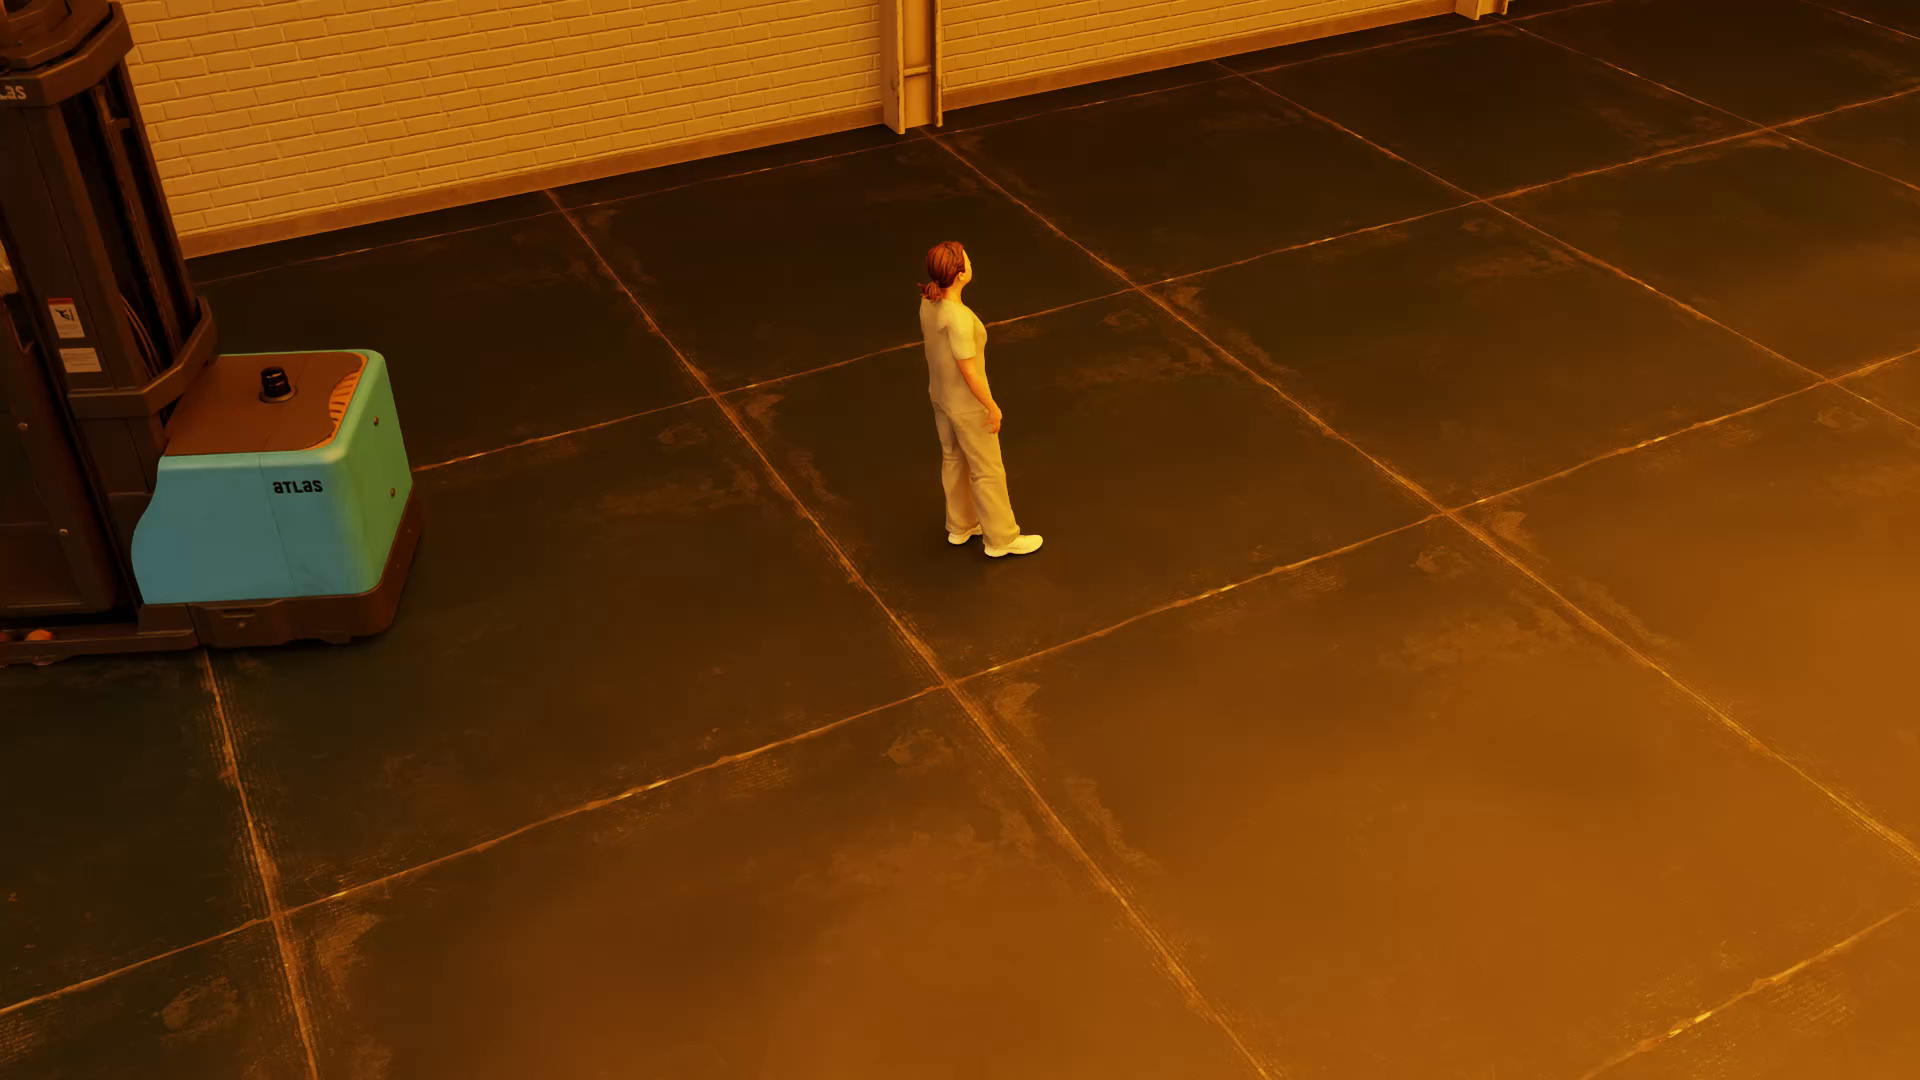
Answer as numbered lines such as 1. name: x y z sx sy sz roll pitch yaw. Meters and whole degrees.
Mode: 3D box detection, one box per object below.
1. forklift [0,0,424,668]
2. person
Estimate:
1. forklift: -4.270 -0.916 7.420 3.031 2.935 1.130 -3 35 -4
2. person: 0.072 -0.703 8.193 0.548 1.673 0.549 -17 39 -23
